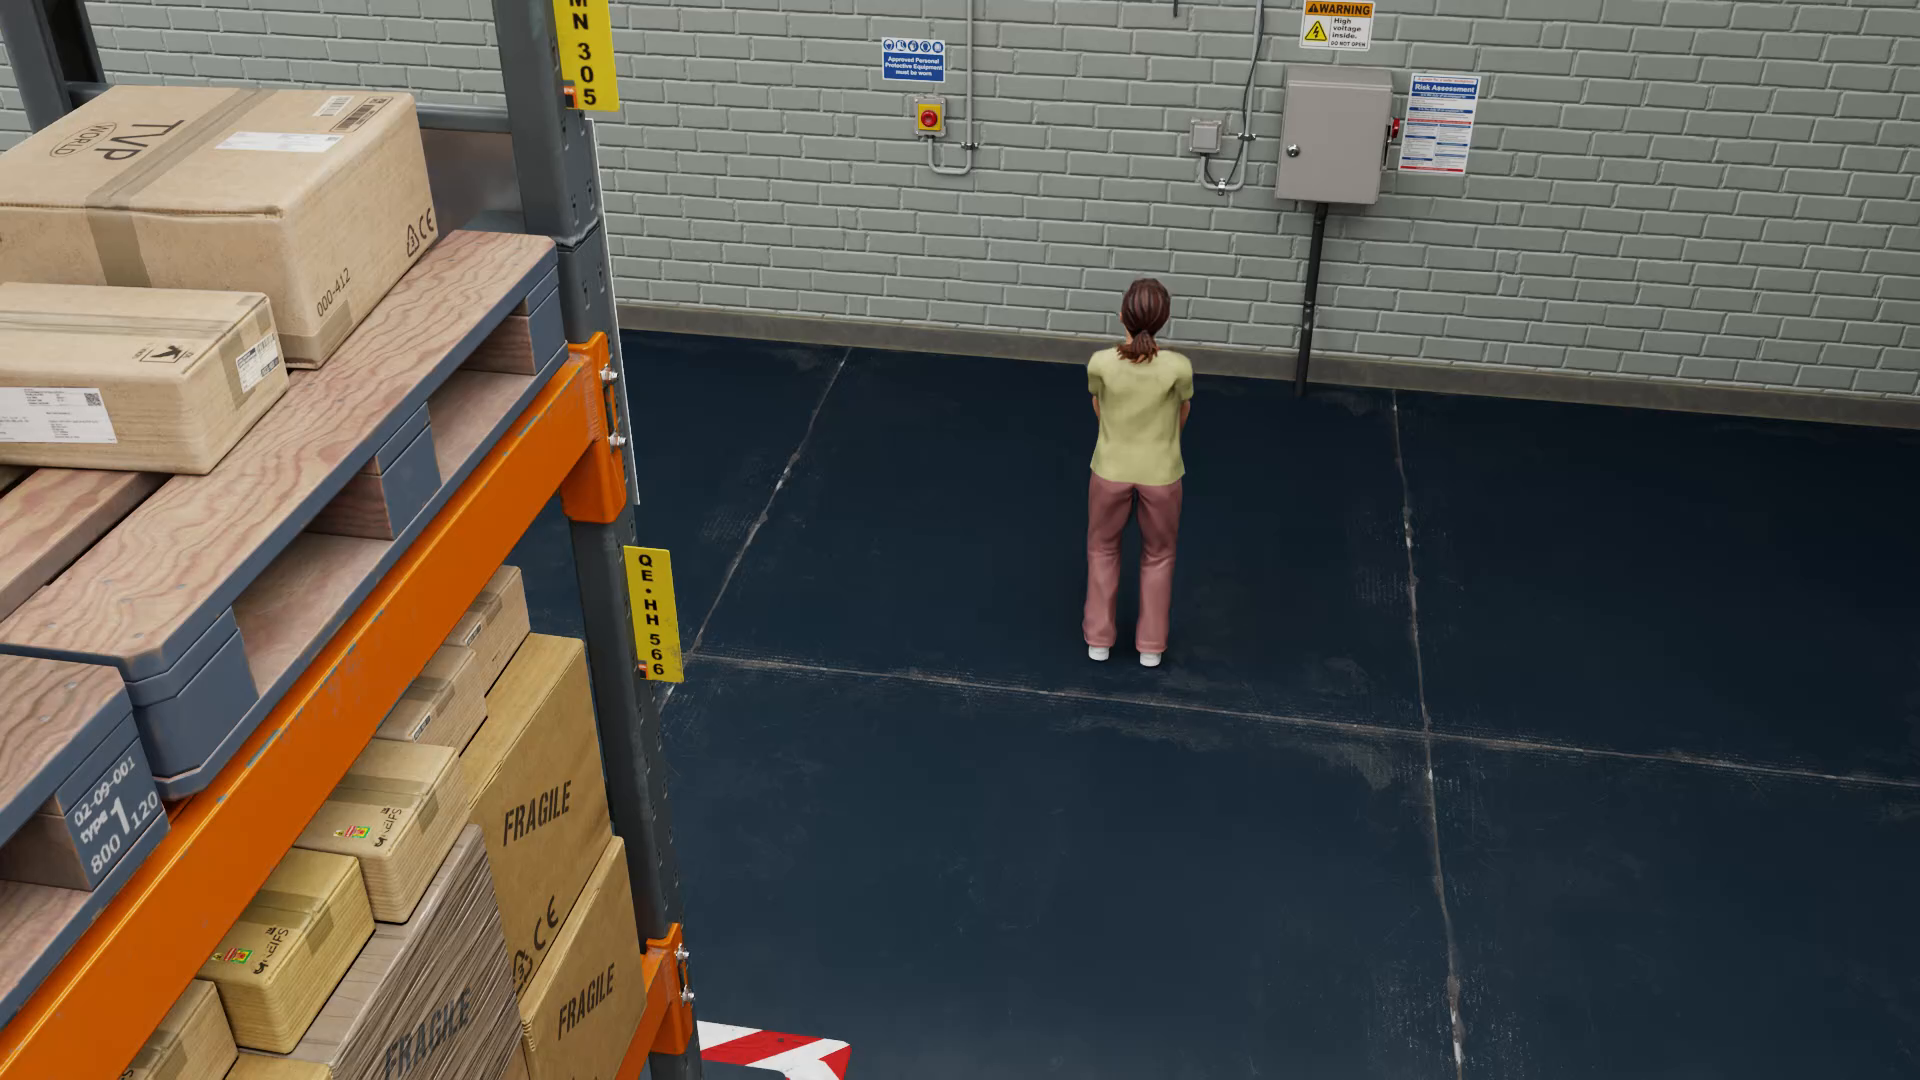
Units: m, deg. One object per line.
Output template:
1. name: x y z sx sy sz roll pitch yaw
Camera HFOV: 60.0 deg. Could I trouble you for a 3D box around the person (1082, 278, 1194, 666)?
1. person: 0.699 -0.290 6.606 0.406 1.668 0.517 5 33 8
